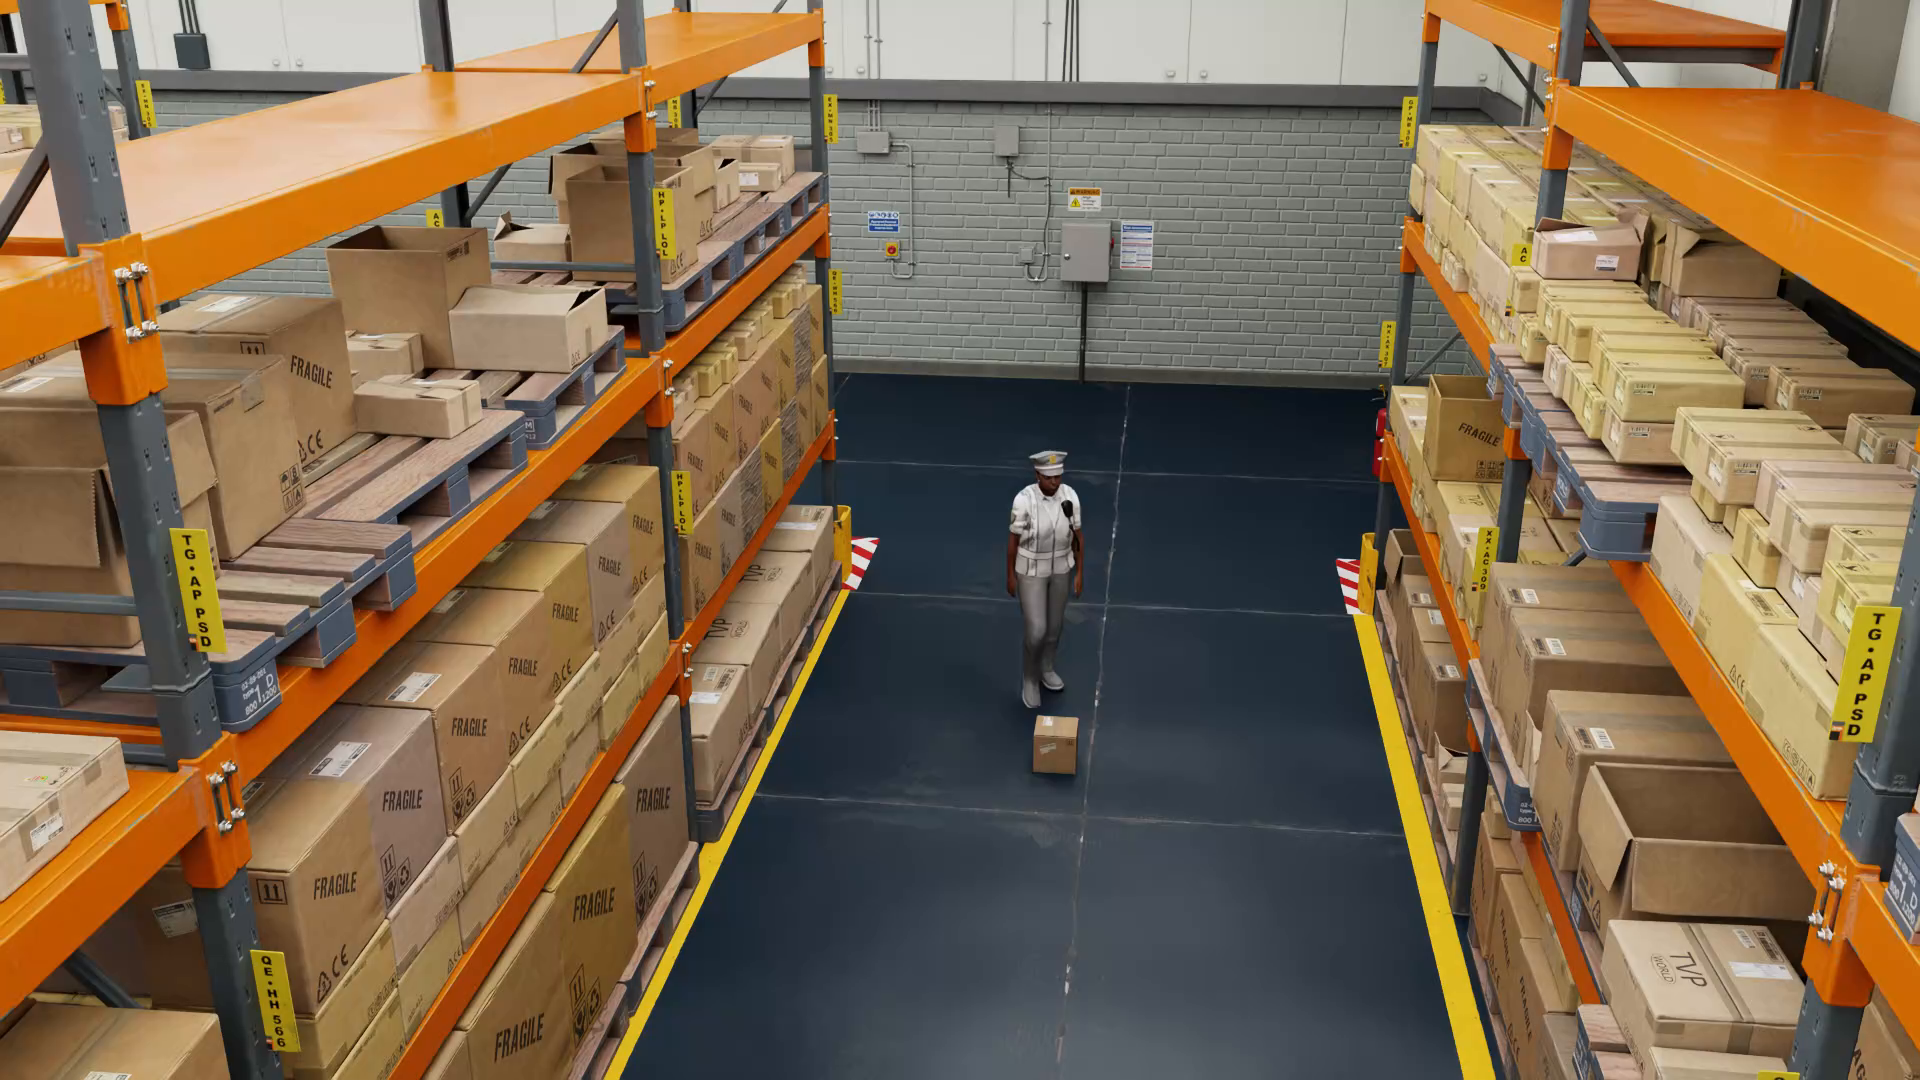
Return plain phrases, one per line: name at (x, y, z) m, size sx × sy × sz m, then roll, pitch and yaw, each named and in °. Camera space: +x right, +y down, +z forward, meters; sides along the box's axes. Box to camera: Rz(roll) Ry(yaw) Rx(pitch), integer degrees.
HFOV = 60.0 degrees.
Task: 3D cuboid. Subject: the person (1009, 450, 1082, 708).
person at (0.531, 0.213, 10.523) m, size 0.447 × 1.710 × 0.414 m, roll -9°, pitch 23°, yaw -22°
